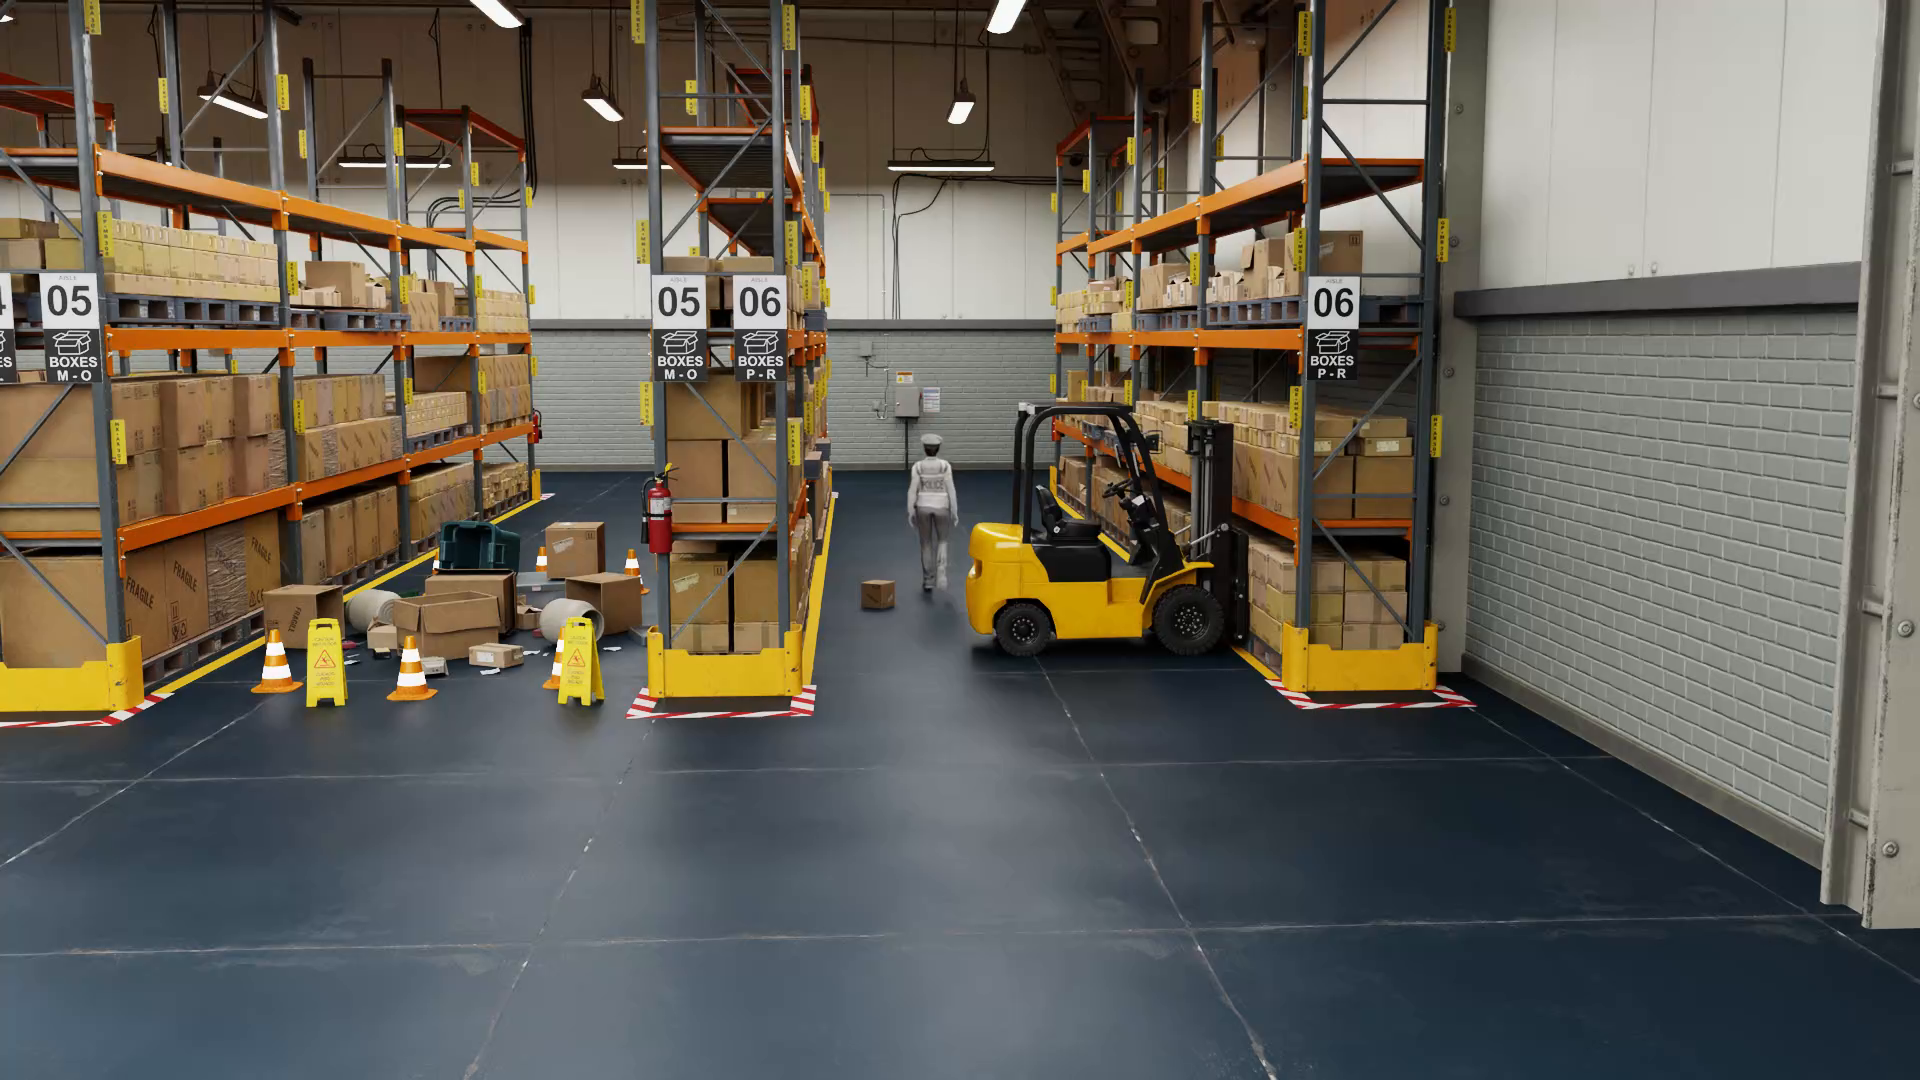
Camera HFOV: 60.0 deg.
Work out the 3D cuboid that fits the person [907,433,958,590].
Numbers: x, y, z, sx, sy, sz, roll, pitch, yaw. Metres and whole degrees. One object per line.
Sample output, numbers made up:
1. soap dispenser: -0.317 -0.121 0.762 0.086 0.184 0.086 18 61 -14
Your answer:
1. person: -0.294 -0.310 18.001 0.547 1.688 0.437 -1 7 -4
